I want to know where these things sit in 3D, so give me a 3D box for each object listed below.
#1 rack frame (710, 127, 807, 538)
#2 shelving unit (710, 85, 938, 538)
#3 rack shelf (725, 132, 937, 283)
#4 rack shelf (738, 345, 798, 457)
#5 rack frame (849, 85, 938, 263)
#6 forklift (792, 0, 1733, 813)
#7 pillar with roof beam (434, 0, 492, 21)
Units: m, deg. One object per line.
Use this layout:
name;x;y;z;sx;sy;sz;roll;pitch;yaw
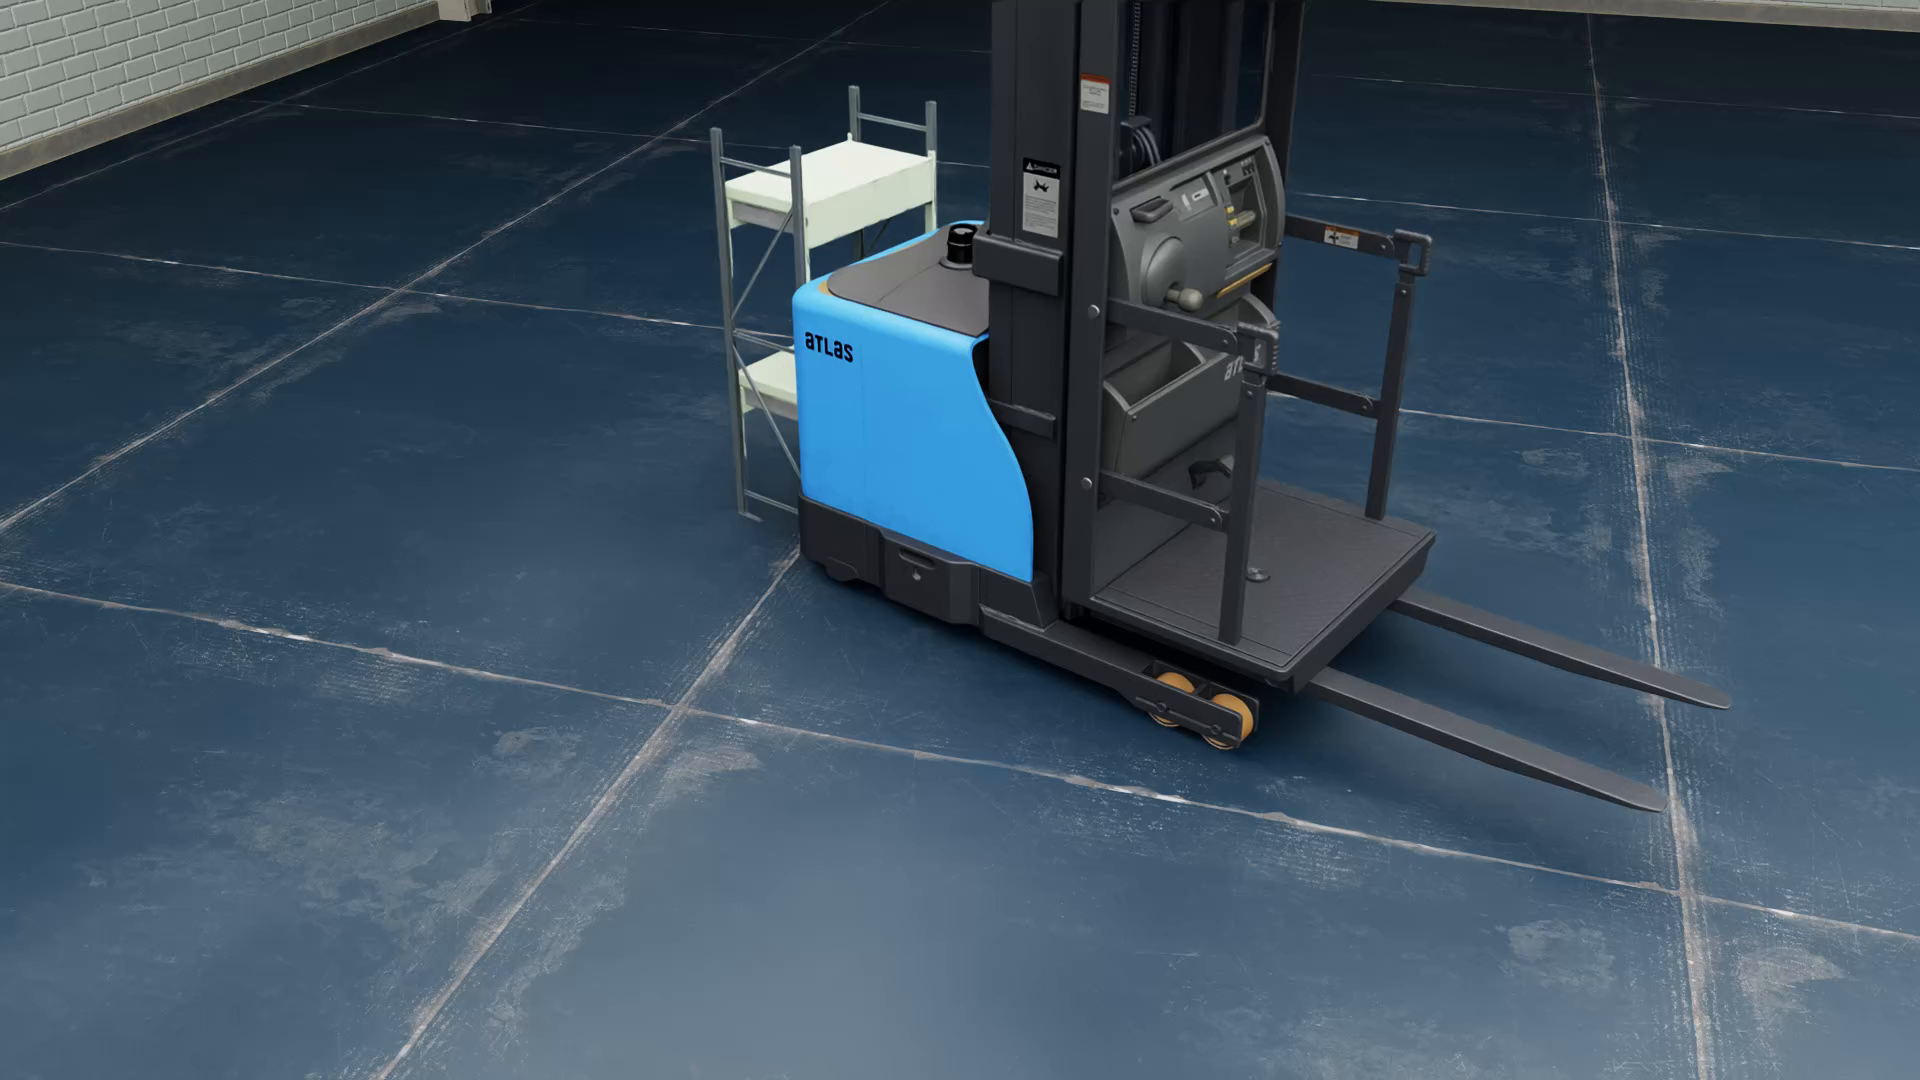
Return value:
rack frame;-0.692;-0.700;5.966;0.400;1.500;0.023;20;35;32
shelving unit;-0.471;-0.842;6.221;0.431;1.500;0.755;20;35;32
rack shelf;-0.471;-1.183;6.031;0.431;0.370;0.720;20;35;32
rack shelf;-0.471;-0.557;6.379;0.431;0.370;0.720;20;35;32
rack frame;-0.250;-0.984;6.476;0.400;1.500;0.023;20;35;32
forklift;0.895;-0.932;4.911;3.031;2.935;1.130;21;35;32
pillar with roof beam;-0.182;-7.867;11.136;9.100;9.000;0.400;8;30;15
